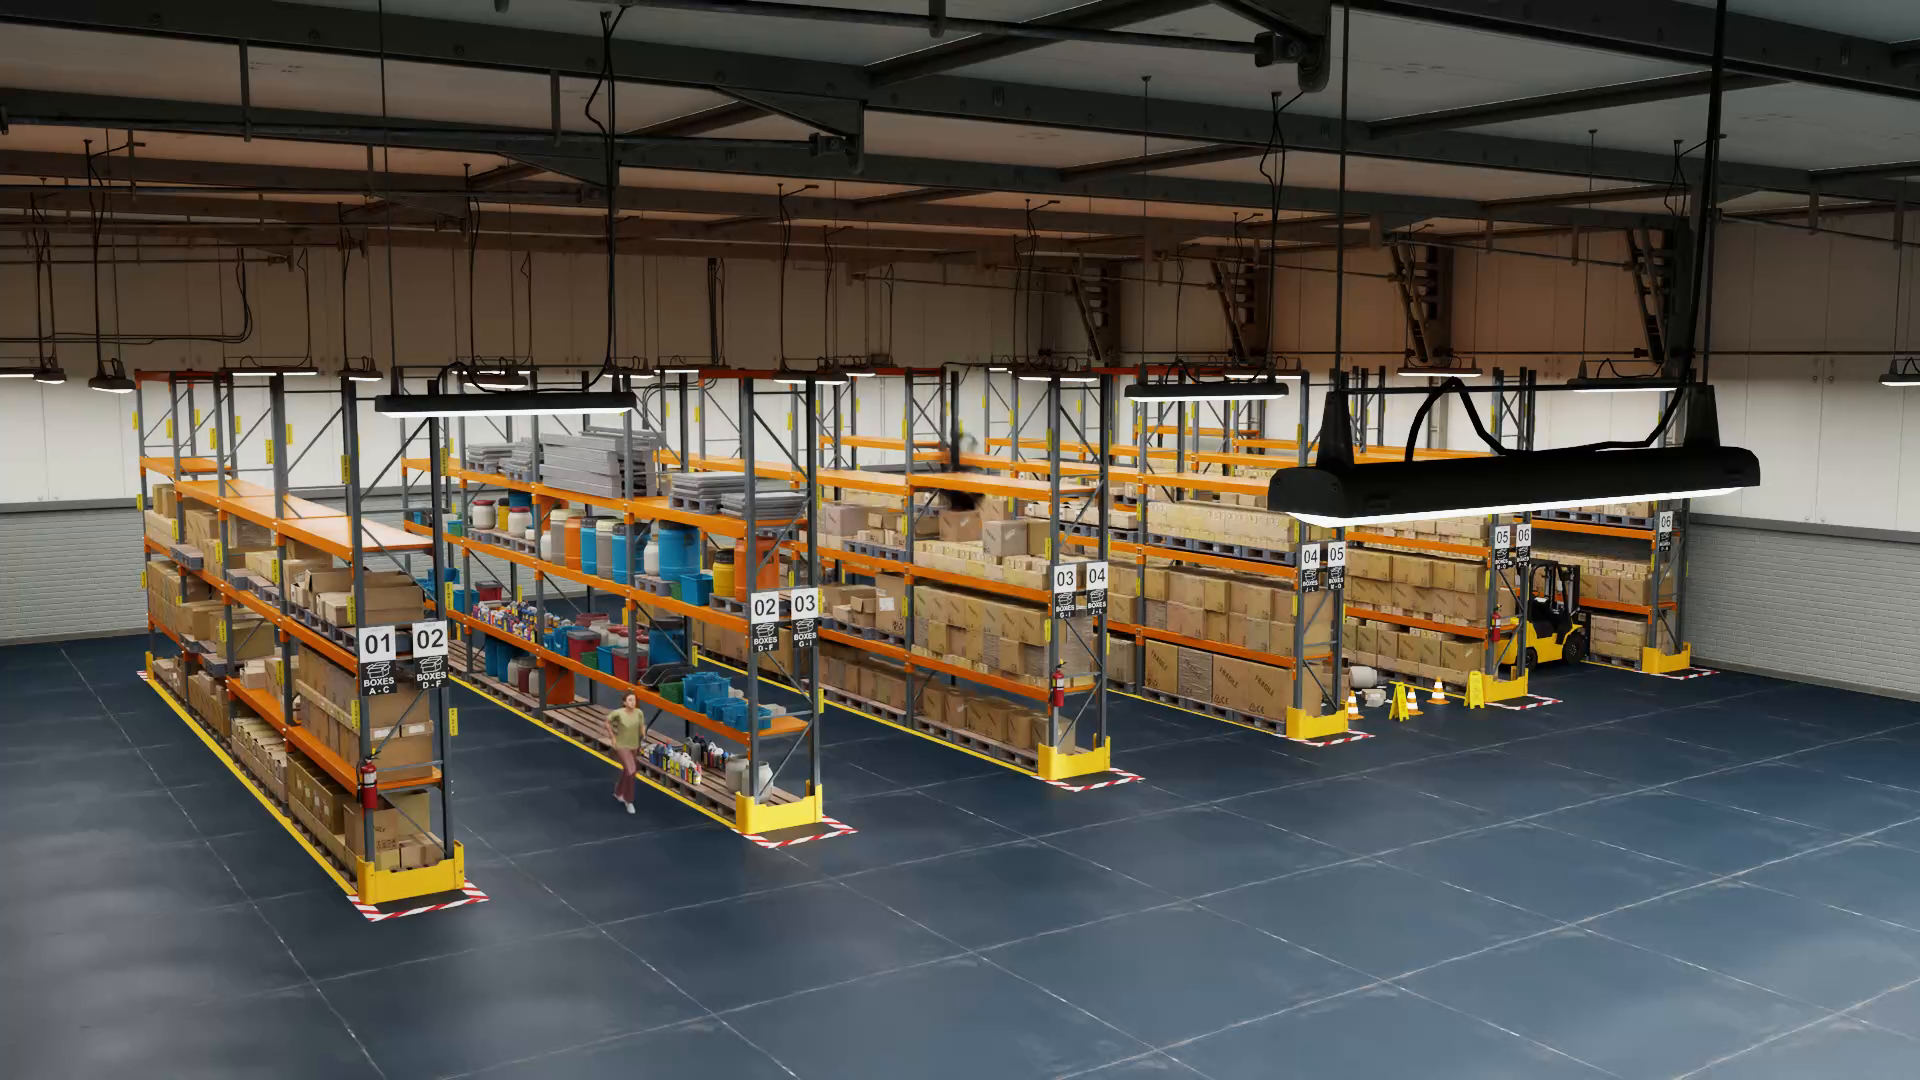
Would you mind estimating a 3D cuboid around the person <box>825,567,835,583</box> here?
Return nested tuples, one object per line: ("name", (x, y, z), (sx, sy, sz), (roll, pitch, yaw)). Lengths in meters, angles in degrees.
("person", (-3.234, 0.710, 41.991), (0.878, 1.764, 0.659), (0, 6, 1))

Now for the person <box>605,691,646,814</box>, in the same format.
("person", (-4.615, 2.916, 23.090), (0.493, 1.700, 0.799), (-6, 9, -43))
